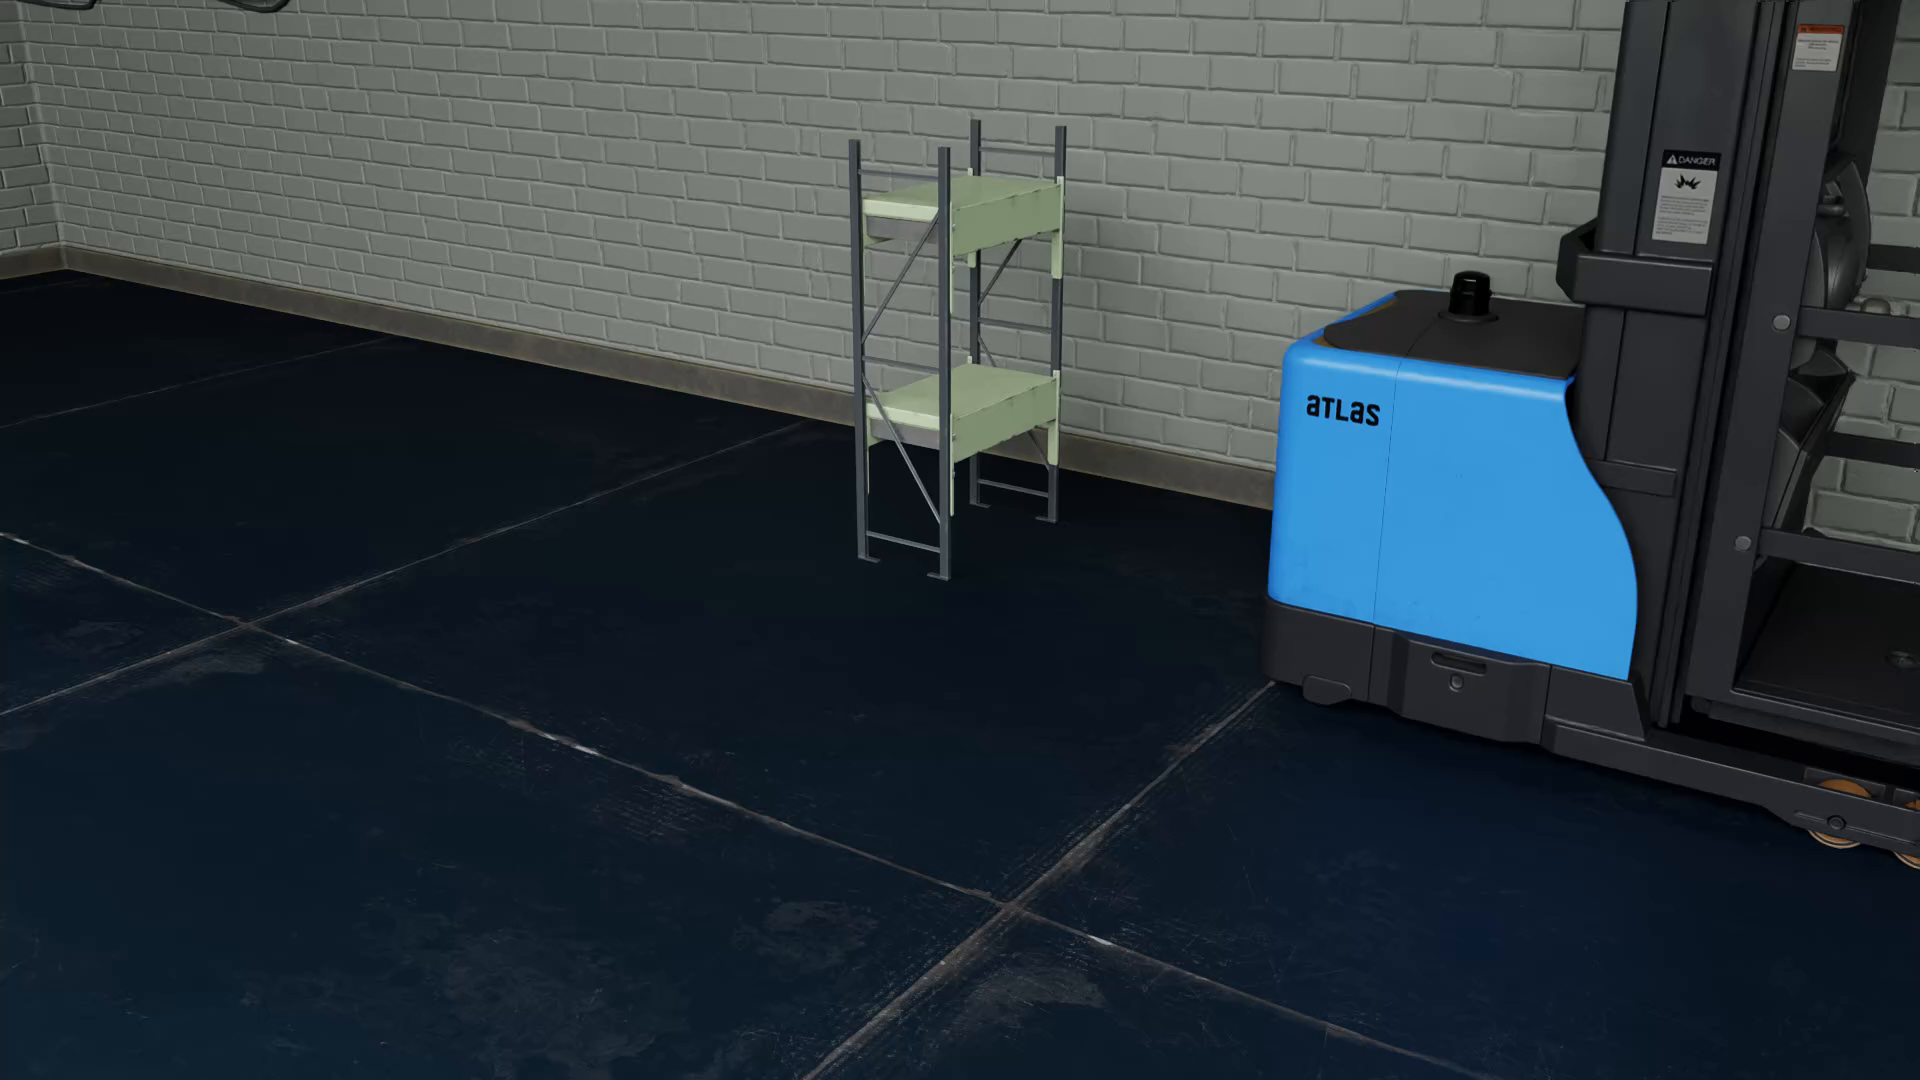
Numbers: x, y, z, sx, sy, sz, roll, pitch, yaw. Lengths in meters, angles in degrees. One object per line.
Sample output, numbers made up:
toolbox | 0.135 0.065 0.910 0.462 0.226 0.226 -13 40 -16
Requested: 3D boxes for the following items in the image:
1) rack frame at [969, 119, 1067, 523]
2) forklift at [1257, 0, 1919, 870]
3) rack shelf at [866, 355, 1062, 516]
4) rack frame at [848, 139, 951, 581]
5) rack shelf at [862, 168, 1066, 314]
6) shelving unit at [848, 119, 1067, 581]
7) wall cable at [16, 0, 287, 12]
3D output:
rack frame | 0.209 -0.810 6.294 0.400 1.500 0.023 13 24 32
forklift | 2.411 -0.775 4.135 3.031 2.935 1.130 13 24 31
rack shelf | 0.004 -0.400 6.123 0.431 0.370 0.720 13 24 32
rack frame | -0.202 -0.600 5.726 0.400 1.500 0.023 13 24 32
rack shelf | 0.004 -1.071 5.875 0.431 0.370 0.720 13 24 32
shelving unit | 0.004 -0.705 6.010 0.431 1.500 0.755 13 24 32
wall cable | -4.840 -4.302 9.401 3.097 2.526 0.112 13 24 32
